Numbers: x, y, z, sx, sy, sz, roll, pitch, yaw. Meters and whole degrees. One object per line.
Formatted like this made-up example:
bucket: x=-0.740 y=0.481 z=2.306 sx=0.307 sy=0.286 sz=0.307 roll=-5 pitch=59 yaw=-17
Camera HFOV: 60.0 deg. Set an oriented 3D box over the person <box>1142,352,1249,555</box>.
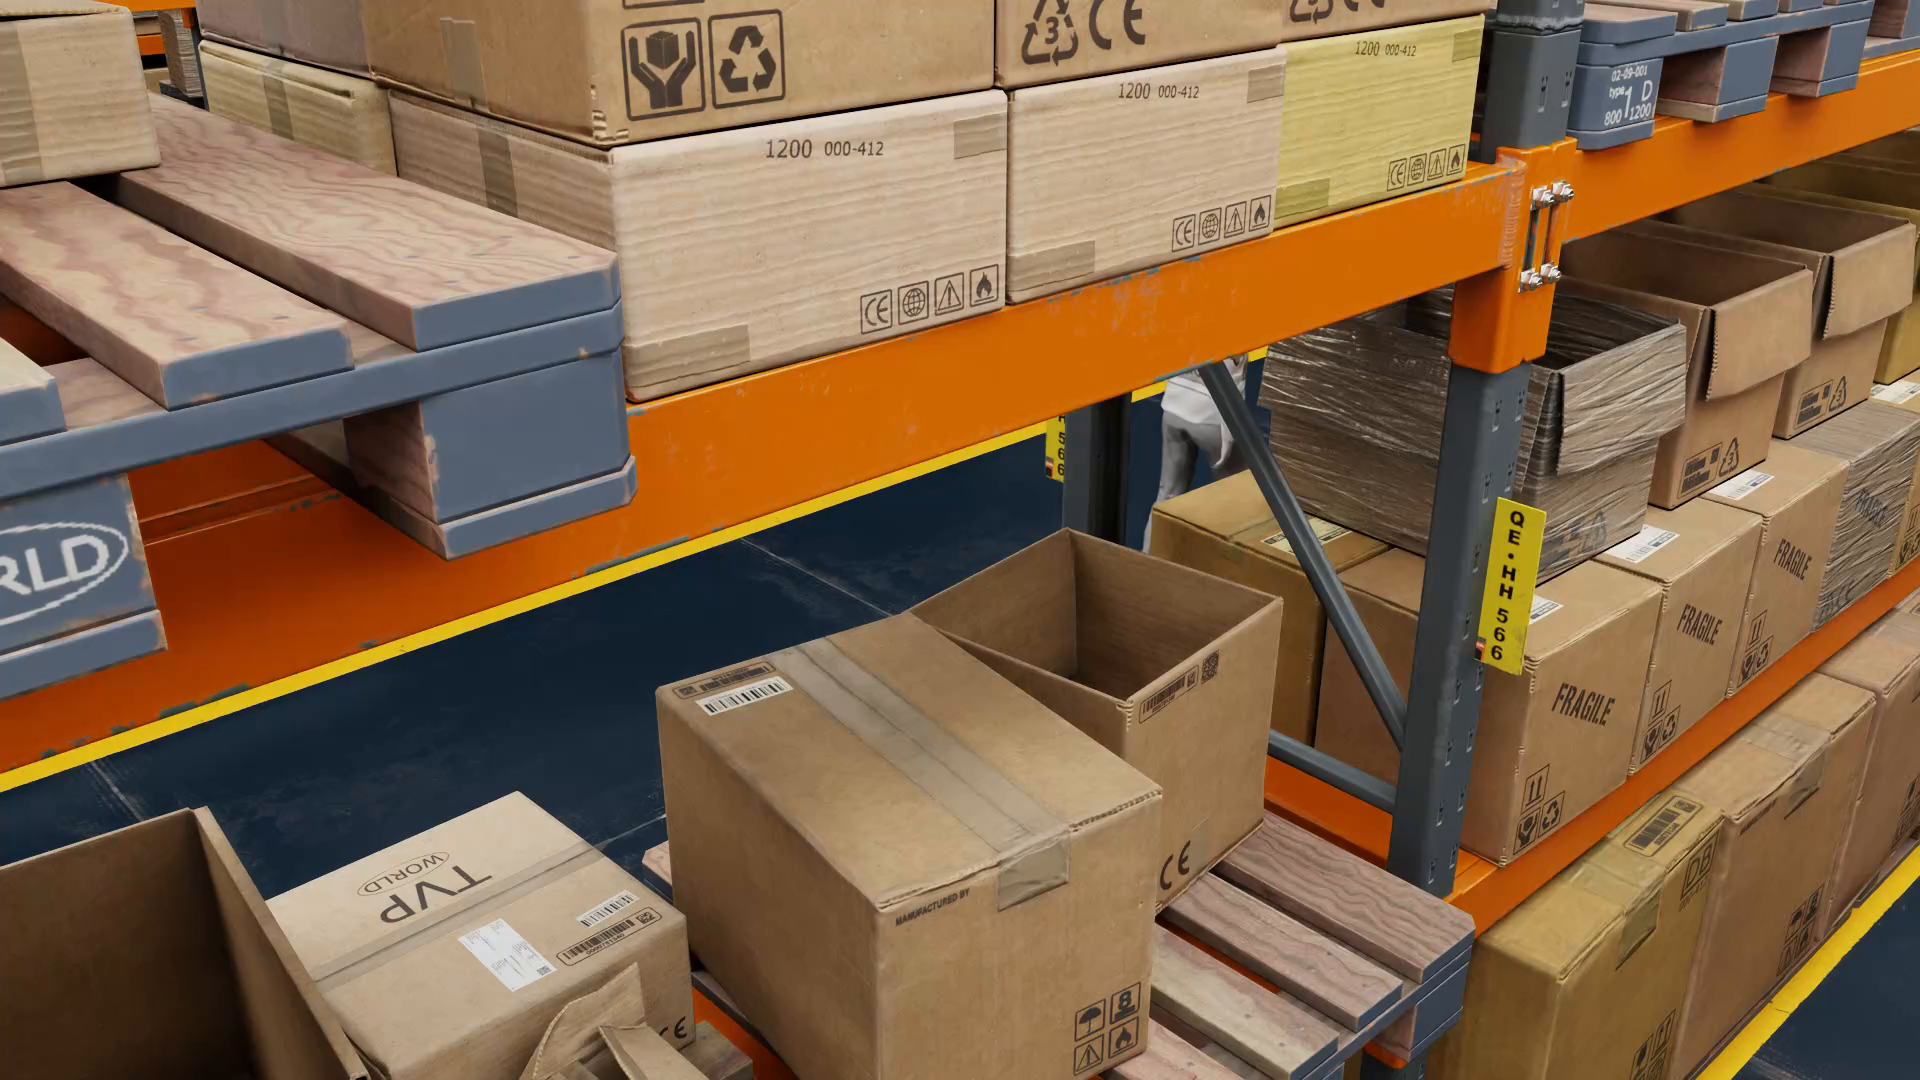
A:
person: x=1.067 y=-0.521 z=7.252 sx=0.573 sy=1.690 sz=0.478 roll=-21 pitch=32 yaw=-38
